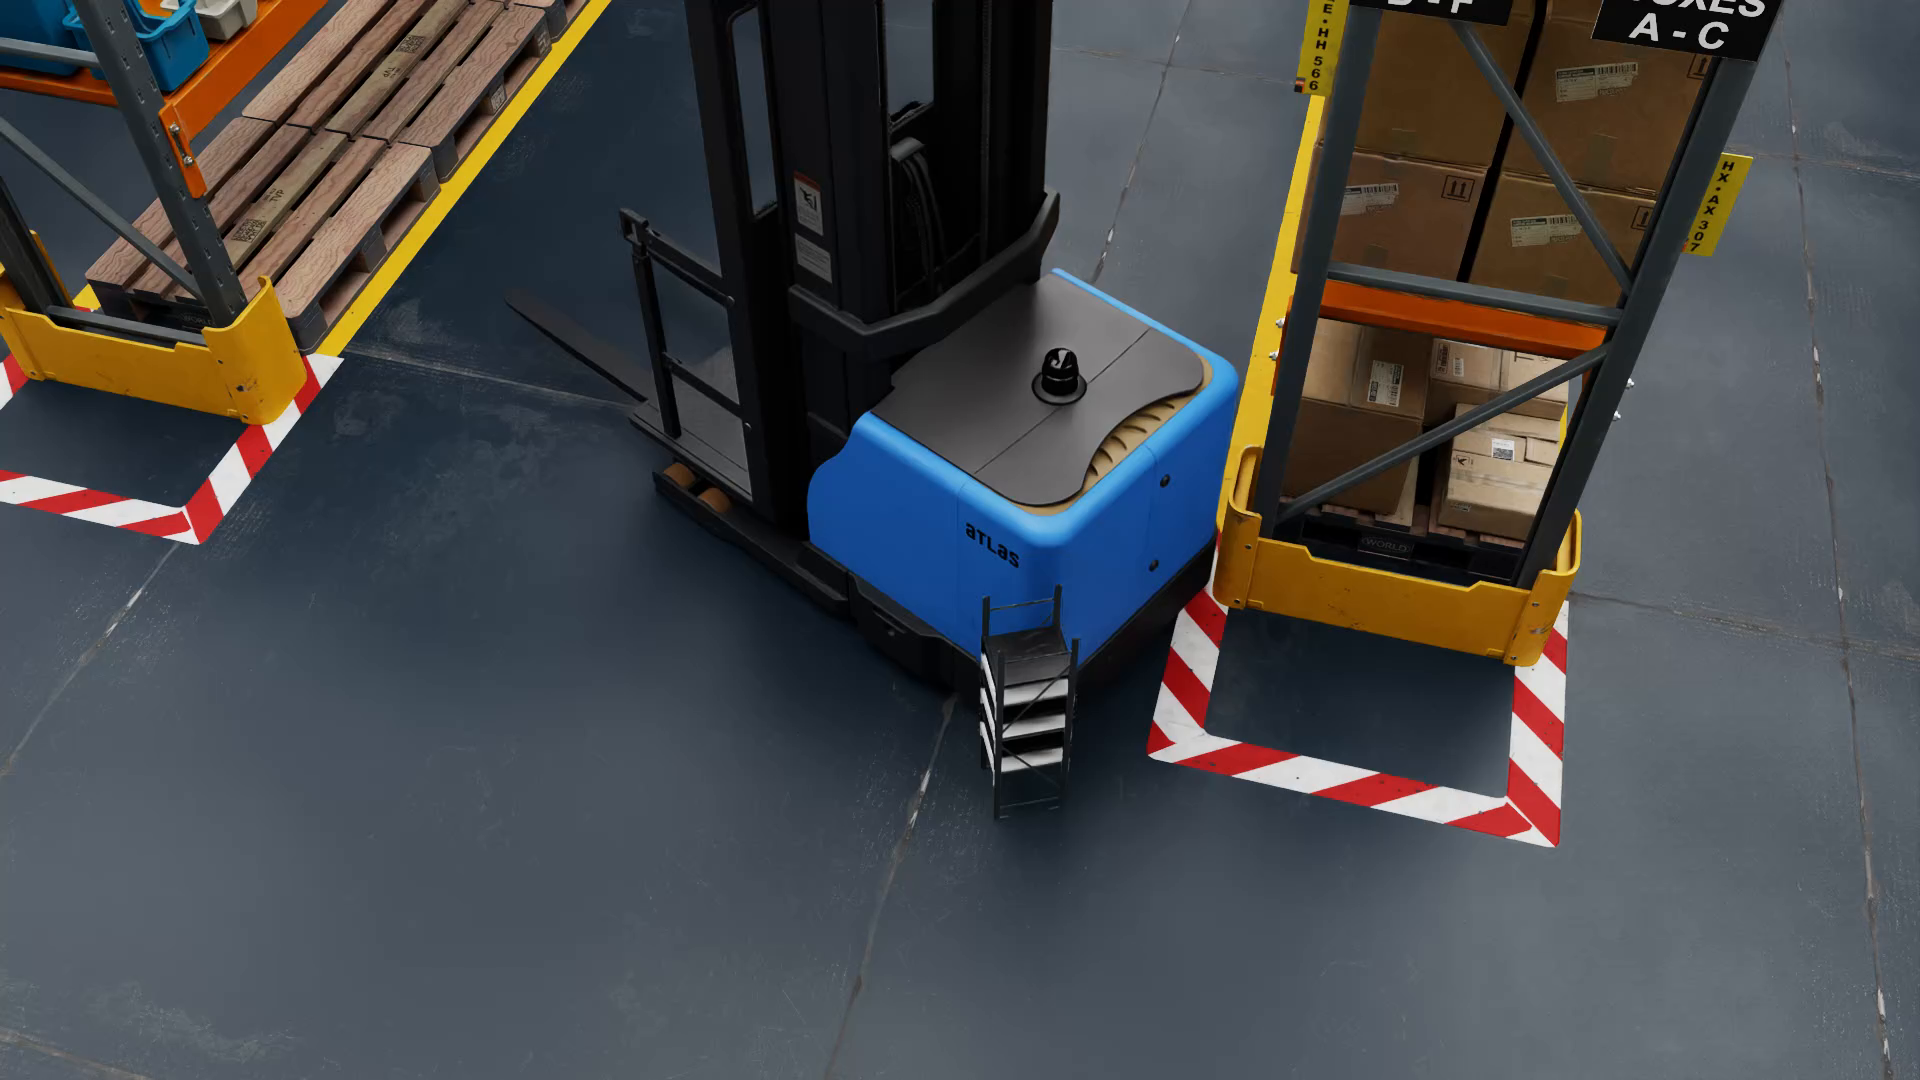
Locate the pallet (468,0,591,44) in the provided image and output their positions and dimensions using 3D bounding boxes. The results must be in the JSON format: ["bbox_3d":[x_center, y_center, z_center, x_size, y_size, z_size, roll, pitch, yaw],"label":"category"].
[{"bbox_3d":[-2.384,-3.130,8.871,1.003,0.211,1.213,12,50,10],"label":"pallet"}]

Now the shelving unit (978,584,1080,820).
[{"bbox_3d":[0.206,0.524,5.187,0.258,0.900,0.210,-9,49,-8],"label":"shelving unit"}]

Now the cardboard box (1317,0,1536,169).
[{"bbox_3d":[1.349,-1.459,4.803,0.500,0.500,0.500,11,50,10],"label":"cardboard box"}]

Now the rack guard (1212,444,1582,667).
[{"bbox_3d":[1.517,0.054,5.869,1.175,0.500,0.348,12,50,10],"label":"rack guard"}]

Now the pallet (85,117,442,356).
[{"bbox_3d":[-3.026,-1.365,7.314,1.003,0.211,1.213,12,50,10],"label":"pallet"}]

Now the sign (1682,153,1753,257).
[{"bbox_3d":[2.020,-0.898,4.465,0.100,0.325,0.005,12,50,10],"label":"sign"}]

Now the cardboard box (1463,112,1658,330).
[{"bbox_3d":[1.868,-1.021,5.083,0.500,0.500,0.500,13,50,11],"label":"cardboard box"}]

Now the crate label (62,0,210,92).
[{"bbox_3d":[-2.898,-1.777,5.889,0.416,0.233,0.303,12,50,10],"label":"crate label"}]

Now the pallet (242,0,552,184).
[{"bbox_3d":[-2.703,-2.245,8.090,1.003,0.211,1.213,12,50,10],"label":"pallet"}]

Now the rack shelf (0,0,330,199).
[{"bbox_3d":[-2.755,-2.907,7.295,1.077,0.370,4.000,12,50,10],"label":"rack shelf"}]

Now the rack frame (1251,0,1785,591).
[{"bbox_3d":[1.497,-0.719,4.884,1.000,3.000,0.127,12,50,10],"label":"rack frame"}]

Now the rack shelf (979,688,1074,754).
[{"bbox_3d":[0.206,0.546,5.212,0.258,0.077,0.200,-9,49,-8],"label":"rack shelf"}]

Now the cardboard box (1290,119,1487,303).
[{"bbox_3d":[1.352,-1.129,5.179,0.500,0.500,0.500,13,50,11],"label":"cardboard box"}]

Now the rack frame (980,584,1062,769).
[{"bbox_3d":[0.185,0.449,5.253,0.240,0.900,0.006,-9,49,-8],"label":"rack frame"}]

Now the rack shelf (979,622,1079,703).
[{"bbox_3d":[0.206,0.368,5.010,0.258,0.077,0.200,-9,49,-8],"label":"rack shelf"}]

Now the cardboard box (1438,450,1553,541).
[{"bbox_3d":[1.939,-0.156,5.995,0.380,0.149,0.250,12,50,10],"label":"cardboard box"}]

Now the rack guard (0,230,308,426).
[{"bbox_3d":[-3.275,-0.852,6.668,1.175,0.500,0.348,12,50,10],"label":"rack guard"}]

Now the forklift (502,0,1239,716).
[{"bbox_3d":[-0.529,-1.269,5.415,3.031,2.935,1.130,33,56,26],"label":"forklift"}]

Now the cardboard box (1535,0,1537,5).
[{"bbox_3d":[1.998,-1.731,5.044,0.500,0.500,0.500,12,50,10],"label":"cardboard box"}]

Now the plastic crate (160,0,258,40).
[{"bbox_3d":[-2.734,-1.961,6.116,0.250,0.136,0.298,12,50,10],"label":"plastic crate"}]

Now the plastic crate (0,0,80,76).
[{"bbox_3d":[-3.373,-2.009,5.959,0.616,0.435,0.499,12,50,10],"label":"plastic crate"}]

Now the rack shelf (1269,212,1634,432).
[{"bbox_3d":[2.023,-1.927,6.430,1.077,0.370,4.000,12,50,10],"label":"rack shelf"}]

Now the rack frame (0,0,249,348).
[{"bbox_3d":[-3.281,-1.699,5.749,1.000,3.000,0.127,12,50,10],"label":"rack frame"}]

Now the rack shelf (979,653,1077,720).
[{"bbox_3d":[0.206,0.427,5.077,0.258,0.077,0.200,-9,49,-8],"label":"rack shelf"}]

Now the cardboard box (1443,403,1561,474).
[{"bbox_3d":[2.004,-0.342,6.148,0.380,0.166,0.250,12,50,10],"label":"cardboard box"}]

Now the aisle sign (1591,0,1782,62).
[{"bbox_3d":[1.762,-1.471,3.814,0.394,0.787,0.004,12,50,10],"label":"aisle sign"}]

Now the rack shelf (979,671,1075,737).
[{"bbox_3d":[0.206,0.487,5.145,0.258,0.077,0.200,-9,49,-8],"label":"rack shelf"}]

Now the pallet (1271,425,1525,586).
[{"bbox_3d":[1.726,-0.428,6.487,1.003,0.211,1.213,12,50,10],"label":"pallet"}]

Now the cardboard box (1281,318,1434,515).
[{"bbox_3d":[1.402,-0.479,6.046,0.500,0.500,0.500,12,50,10],"label":"cardboard box"}]

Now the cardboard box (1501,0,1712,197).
[{"bbox_3d":[1.868,-1.351,4.709,0.500,0.500,0.500,13,50,11],"label":"cardboard box"}]

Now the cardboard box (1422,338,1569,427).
[{"bbox_3d":[2.045,-0.653,6.366,0.500,0.250,0.500,12,50,10],"label":"cardboard box"}]

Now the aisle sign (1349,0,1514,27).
[{"bbox_3d":[1.183,-1.590,3.919,0.394,0.787,0.004,12,50,10],"label":"aisle sign"}]

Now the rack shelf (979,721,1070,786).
[{"bbox_3d":[0.206,0.665,5.347,0.258,0.077,0.200,-9,49,-8],"label":"rack shelf"}]

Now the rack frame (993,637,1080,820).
[{"bbox_3d":[0.227,0.599,5.121,0.240,0.900,0.006,-9,49,-8],"label":"rack frame"}]

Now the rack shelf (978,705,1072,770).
[{"bbox_3d":[0.206,0.606,5.280,0.258,0.077,0.200,-9,49,-8],"label":"rack shelf"}]

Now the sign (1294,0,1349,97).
[{"bbox_3d":[0.967,-1.330,4.440,0.100,0.325,0.005,12,50,10],"label":"sign"}]
